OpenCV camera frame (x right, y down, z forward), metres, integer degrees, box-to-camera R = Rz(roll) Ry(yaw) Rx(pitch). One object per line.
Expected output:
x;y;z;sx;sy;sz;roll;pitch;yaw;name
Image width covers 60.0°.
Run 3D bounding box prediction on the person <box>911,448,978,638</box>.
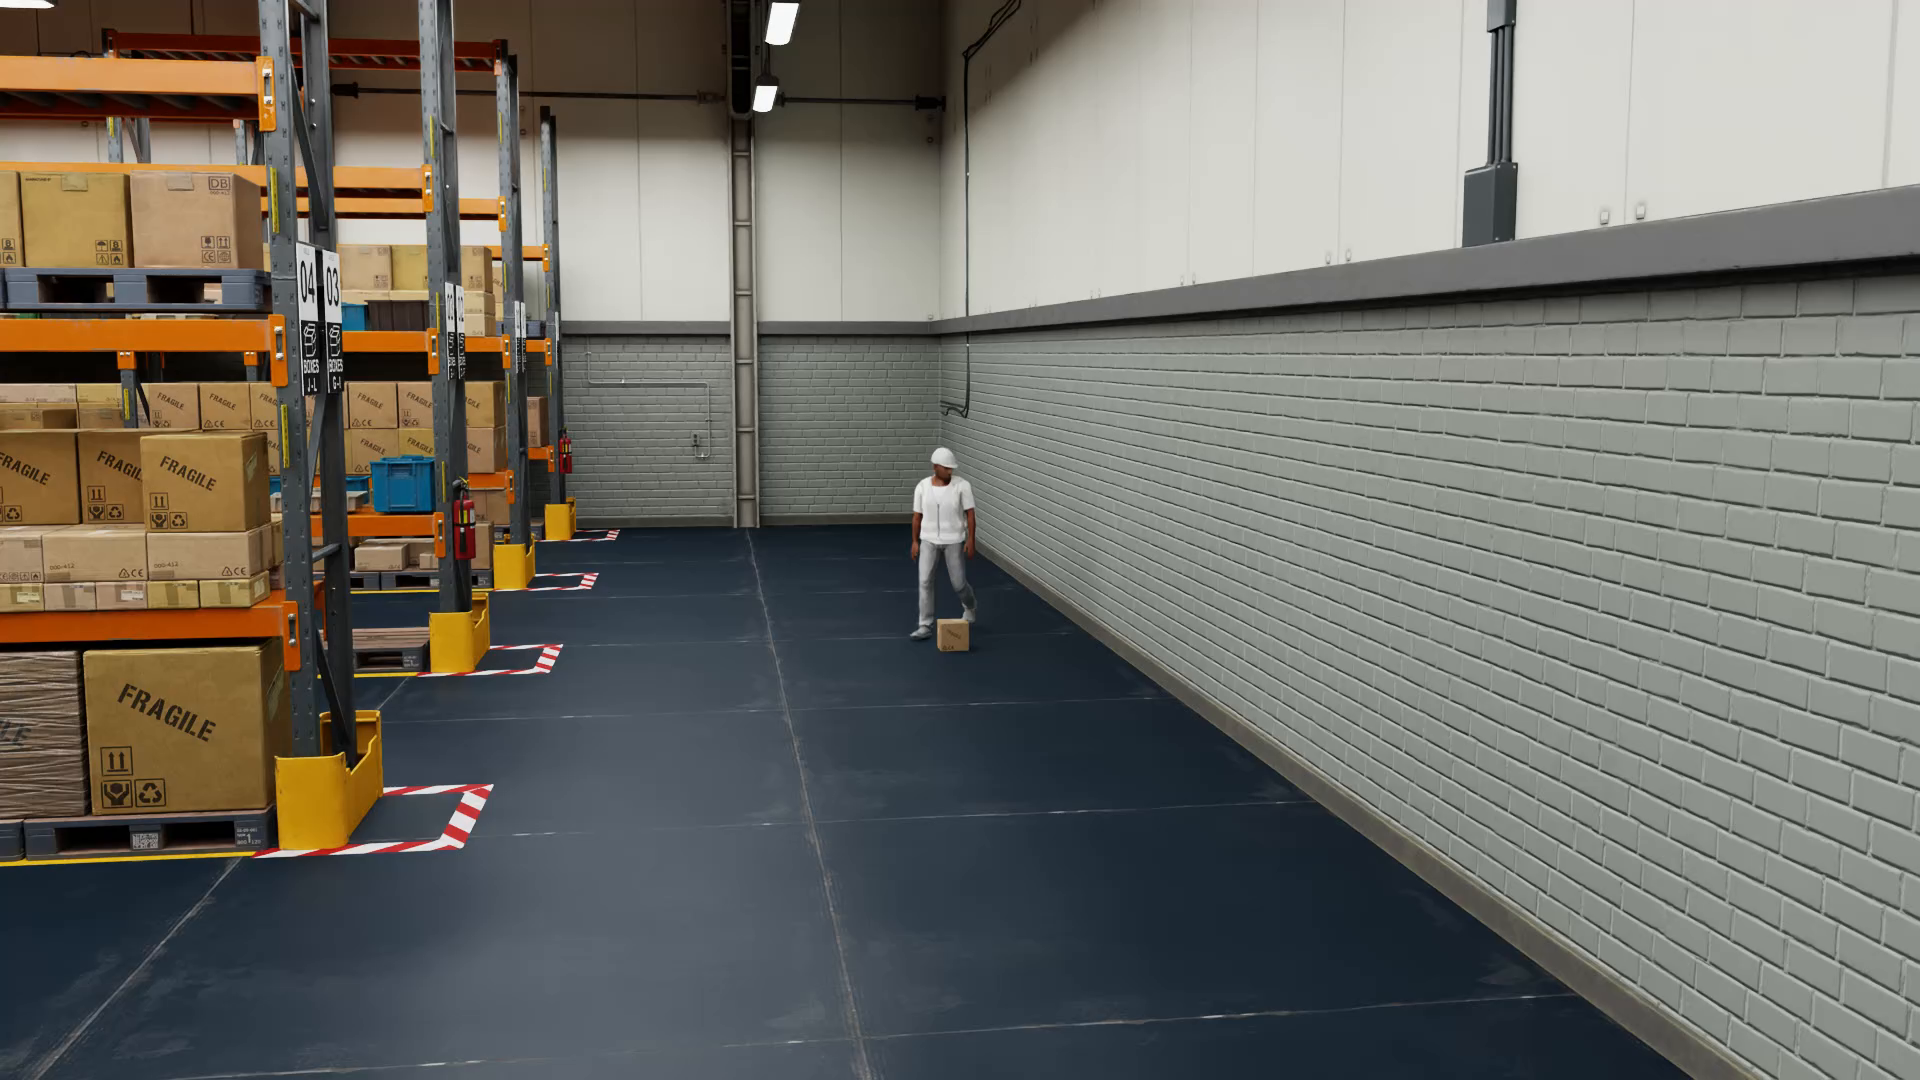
-0.158;0.013;15.458;0.620;1.752;0.806;2;7;14;person
